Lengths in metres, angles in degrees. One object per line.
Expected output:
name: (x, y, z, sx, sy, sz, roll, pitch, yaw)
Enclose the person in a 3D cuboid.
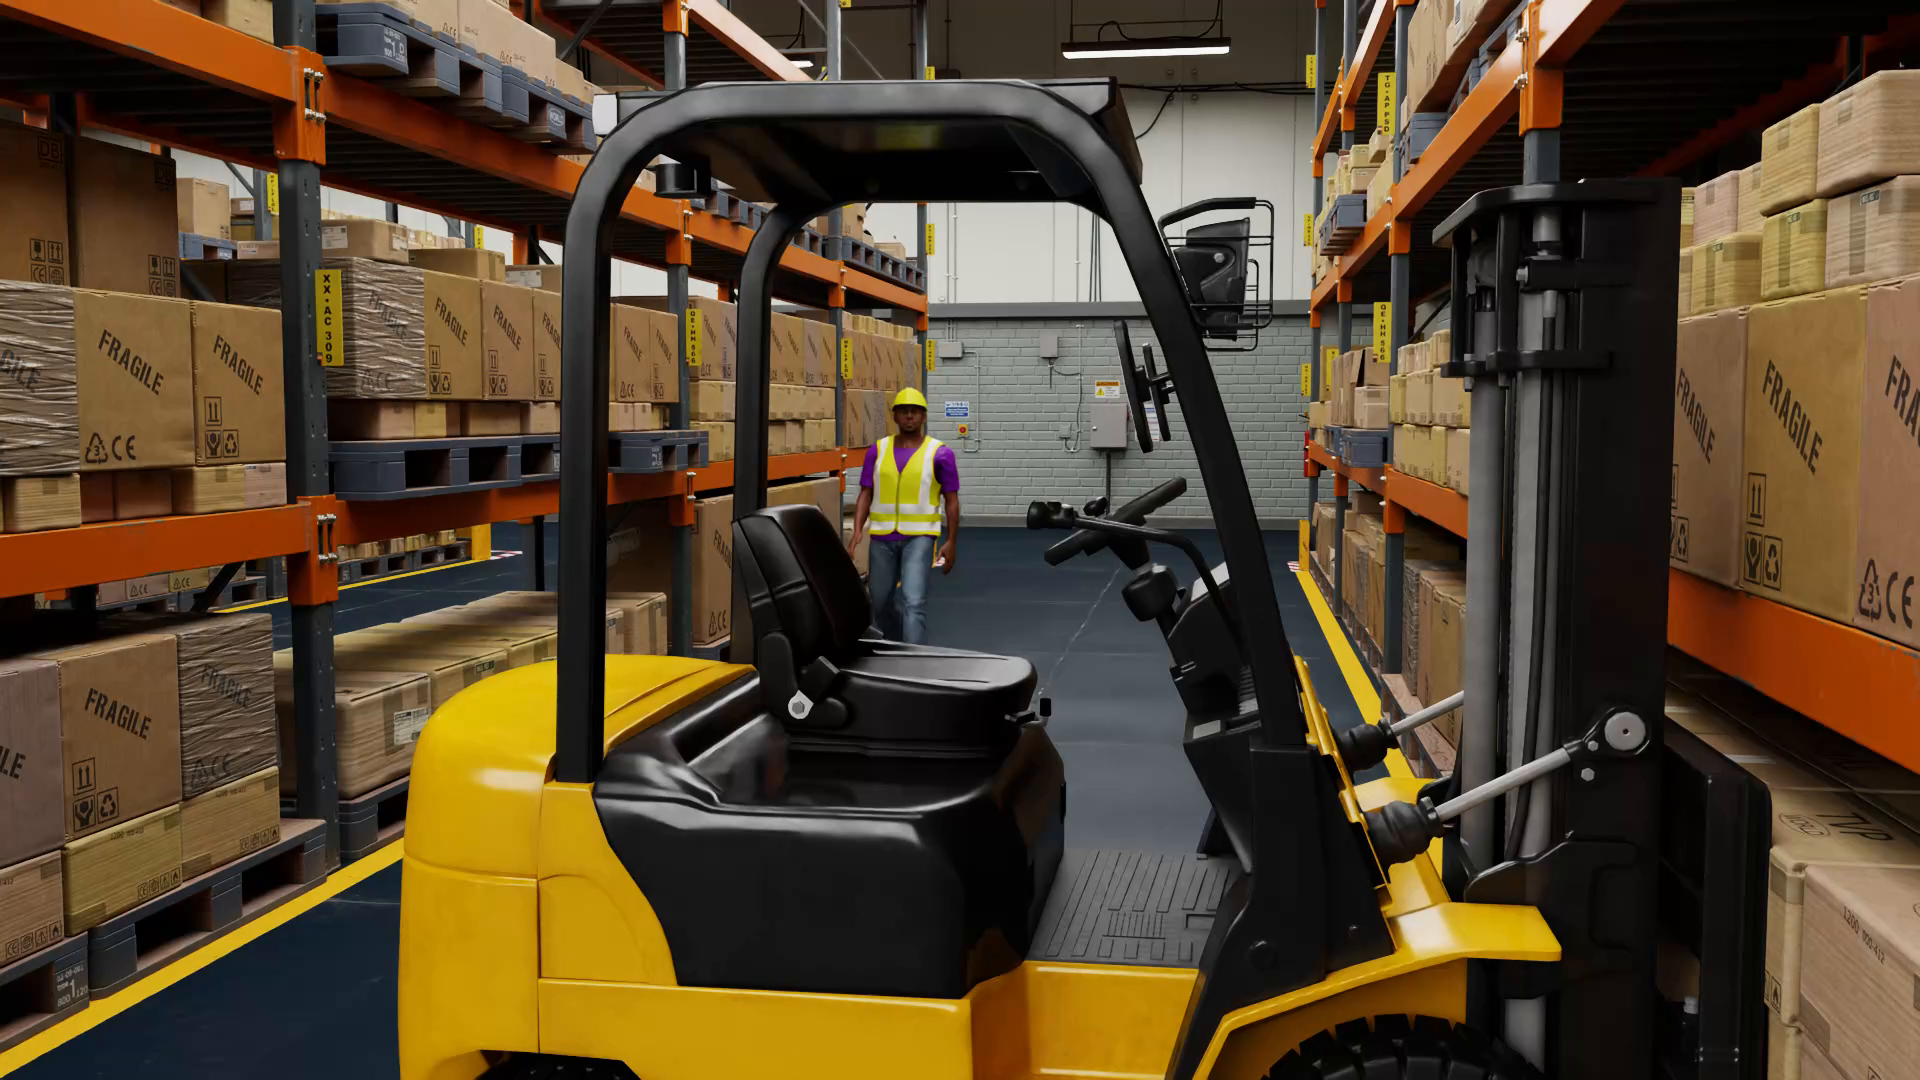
person: (-0.329, -0.004, 9.563, 0.583, 1.742, 0.889, 1, 5, 16)
